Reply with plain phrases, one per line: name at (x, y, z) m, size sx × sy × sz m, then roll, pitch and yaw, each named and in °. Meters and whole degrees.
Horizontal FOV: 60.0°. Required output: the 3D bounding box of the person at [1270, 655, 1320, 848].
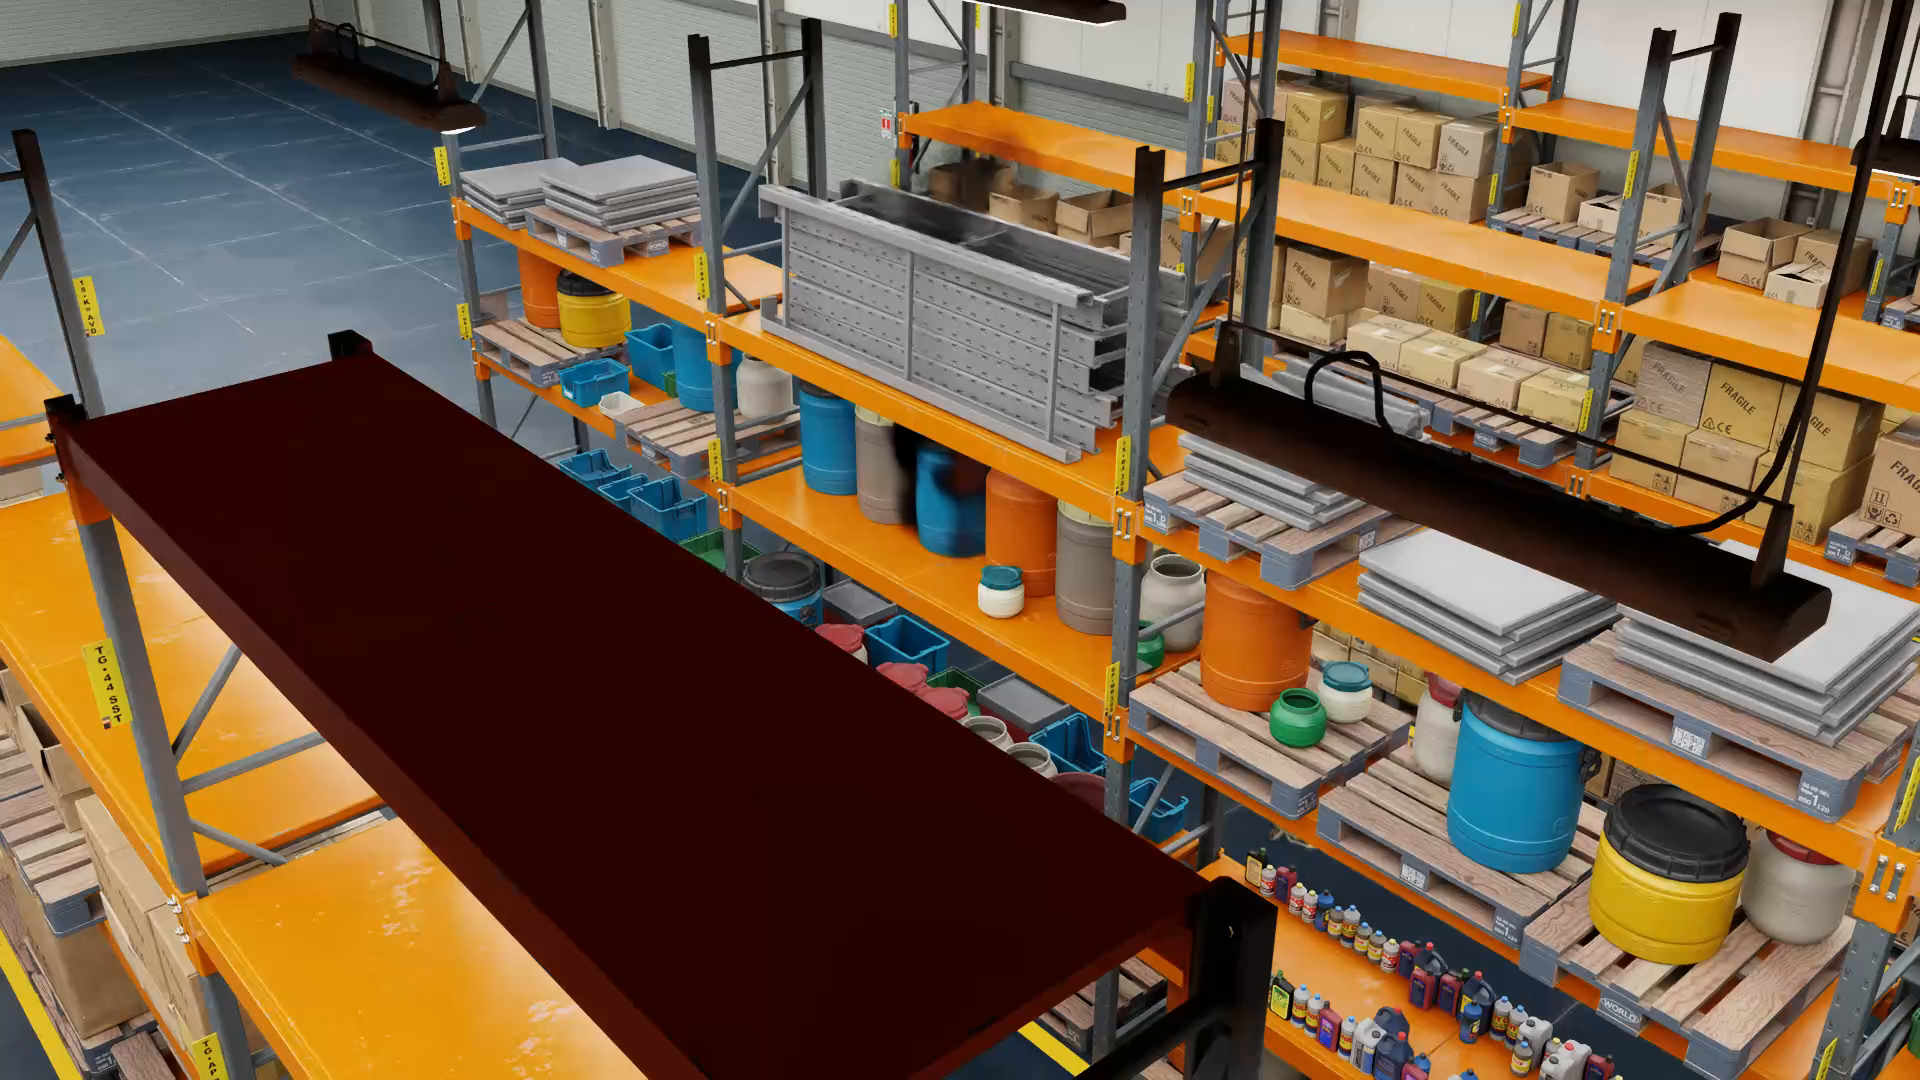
person at (2.419, 1.530, 12.197) m, size 0.511 × 1.616 × 0.635 m, roll -20°, pitch 33°, yaw -33°
